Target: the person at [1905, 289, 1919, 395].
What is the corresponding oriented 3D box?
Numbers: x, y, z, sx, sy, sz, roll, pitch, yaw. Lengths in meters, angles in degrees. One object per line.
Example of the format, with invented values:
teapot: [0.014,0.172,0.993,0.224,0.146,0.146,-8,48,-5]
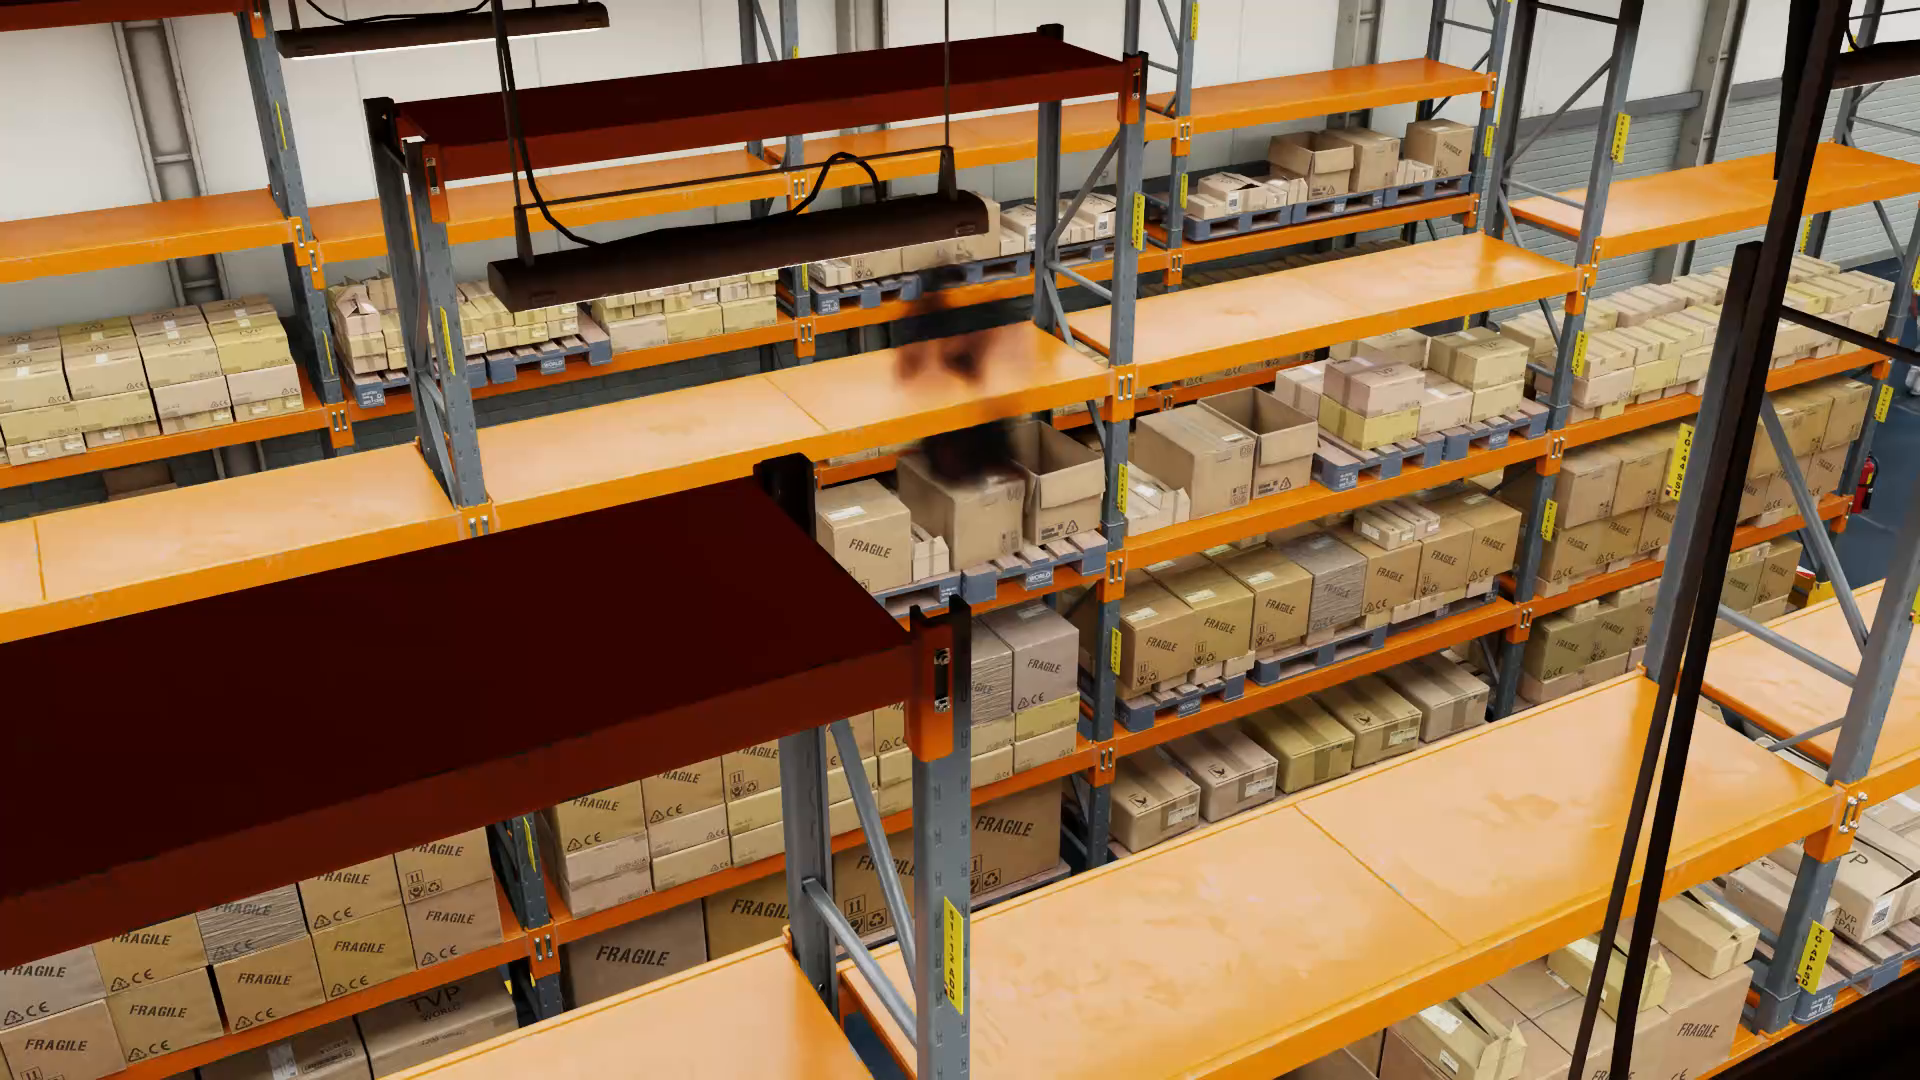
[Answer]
person: [11.803,-2.619,20.072,0.551,1.745,0.674,-23,36,-37]
